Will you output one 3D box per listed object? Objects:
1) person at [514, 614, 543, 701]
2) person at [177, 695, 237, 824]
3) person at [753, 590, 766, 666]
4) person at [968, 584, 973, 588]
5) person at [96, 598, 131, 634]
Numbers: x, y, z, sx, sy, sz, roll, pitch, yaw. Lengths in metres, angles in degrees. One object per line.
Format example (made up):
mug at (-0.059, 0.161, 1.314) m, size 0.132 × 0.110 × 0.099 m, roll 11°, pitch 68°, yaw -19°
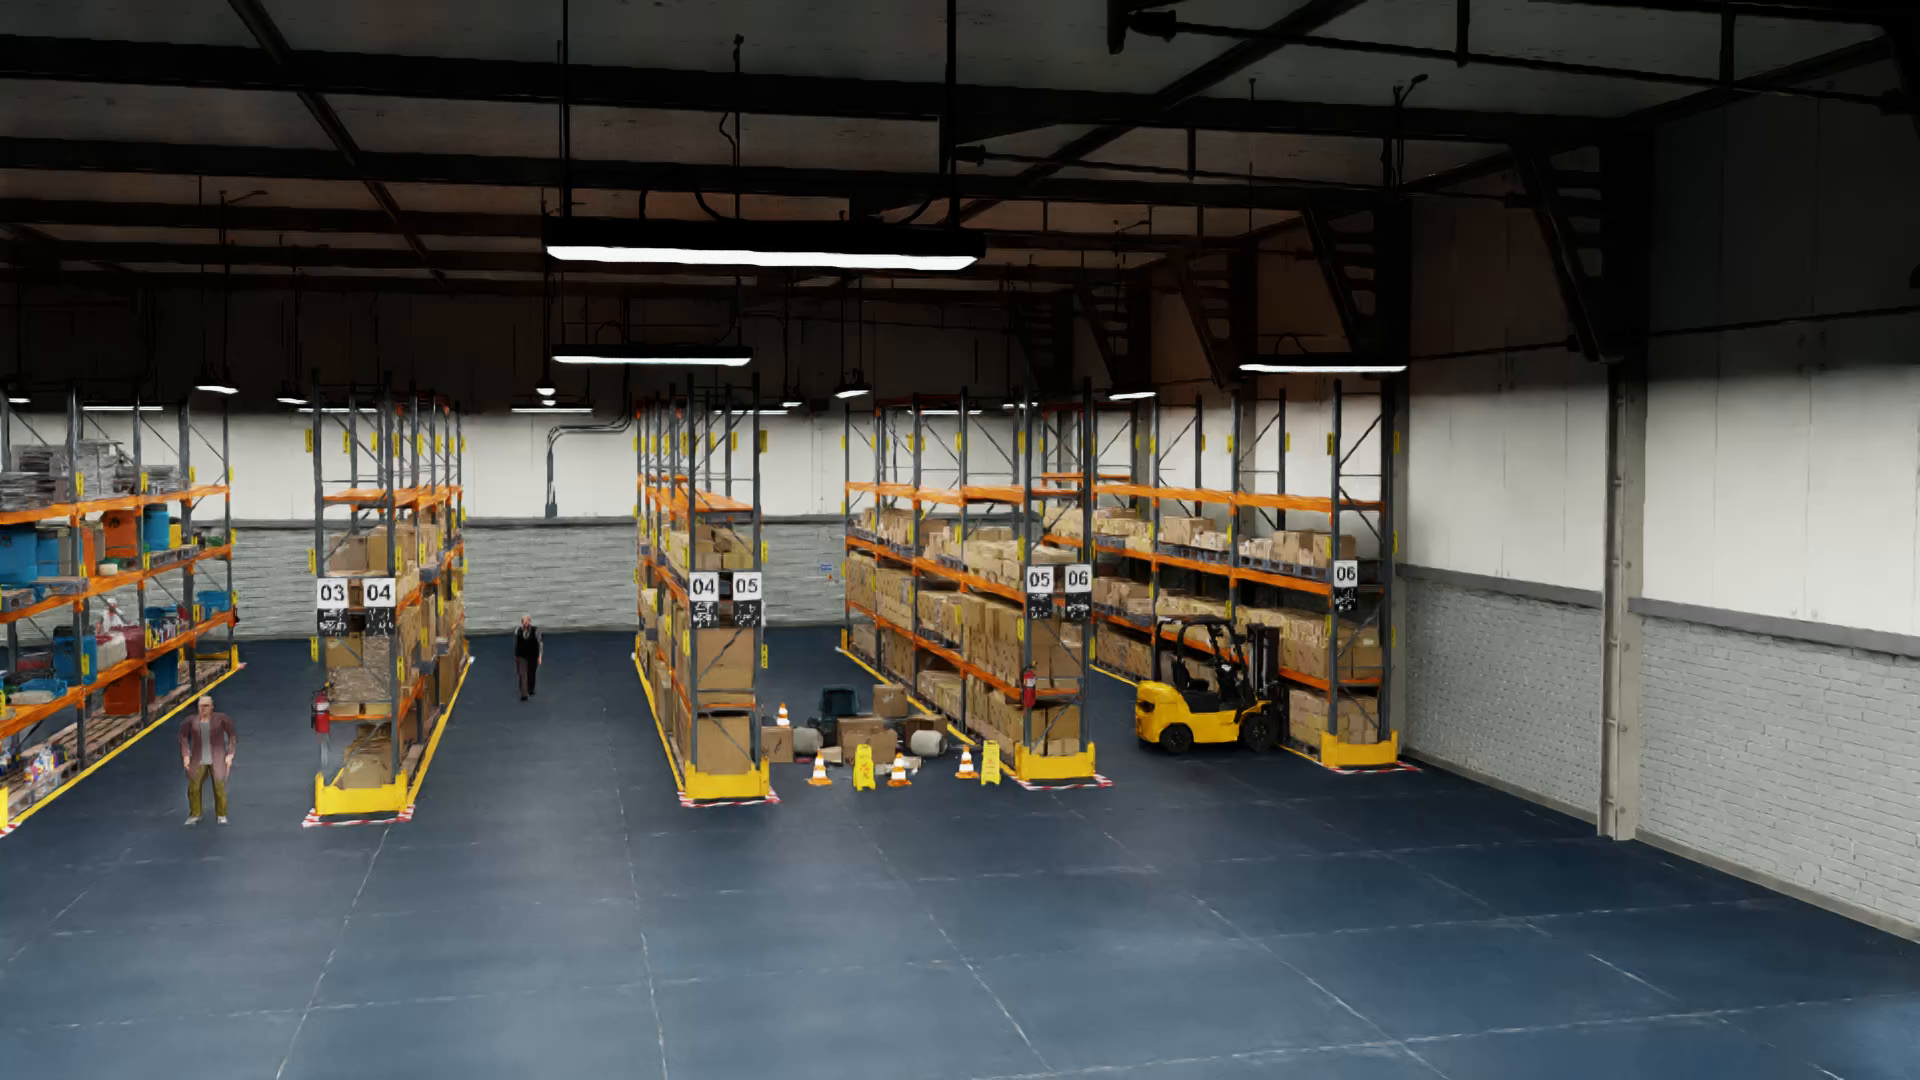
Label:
person at (-8.453, 2.287, 32.574) m, size 0.555 × 1.673 × 1.029 m, roll -1°, pitch 3°, yaw -15°
person at (-9.877, 2.879, 21.839) m, size 0.729 × 1.733 × 0.546 m, roll -1°, pitch 3°, yaw -14°
person at (-4.612, 1.938, 37.540) m, size 0.581 × 1.768 × 0.641 m, roll 1°, pitch 3°, yaw 12°
person at (0.180, 1.747, 40.844) m, size 0.553 × 1.777 × 0.677 m, roll -1°, pitch 4°, yaw -22°
person at (-18.090, 2.089, 35.531) m, size 0.677 × 1.742 × 0.552 m, roll -1°, pitch 3°, yaw -15°
